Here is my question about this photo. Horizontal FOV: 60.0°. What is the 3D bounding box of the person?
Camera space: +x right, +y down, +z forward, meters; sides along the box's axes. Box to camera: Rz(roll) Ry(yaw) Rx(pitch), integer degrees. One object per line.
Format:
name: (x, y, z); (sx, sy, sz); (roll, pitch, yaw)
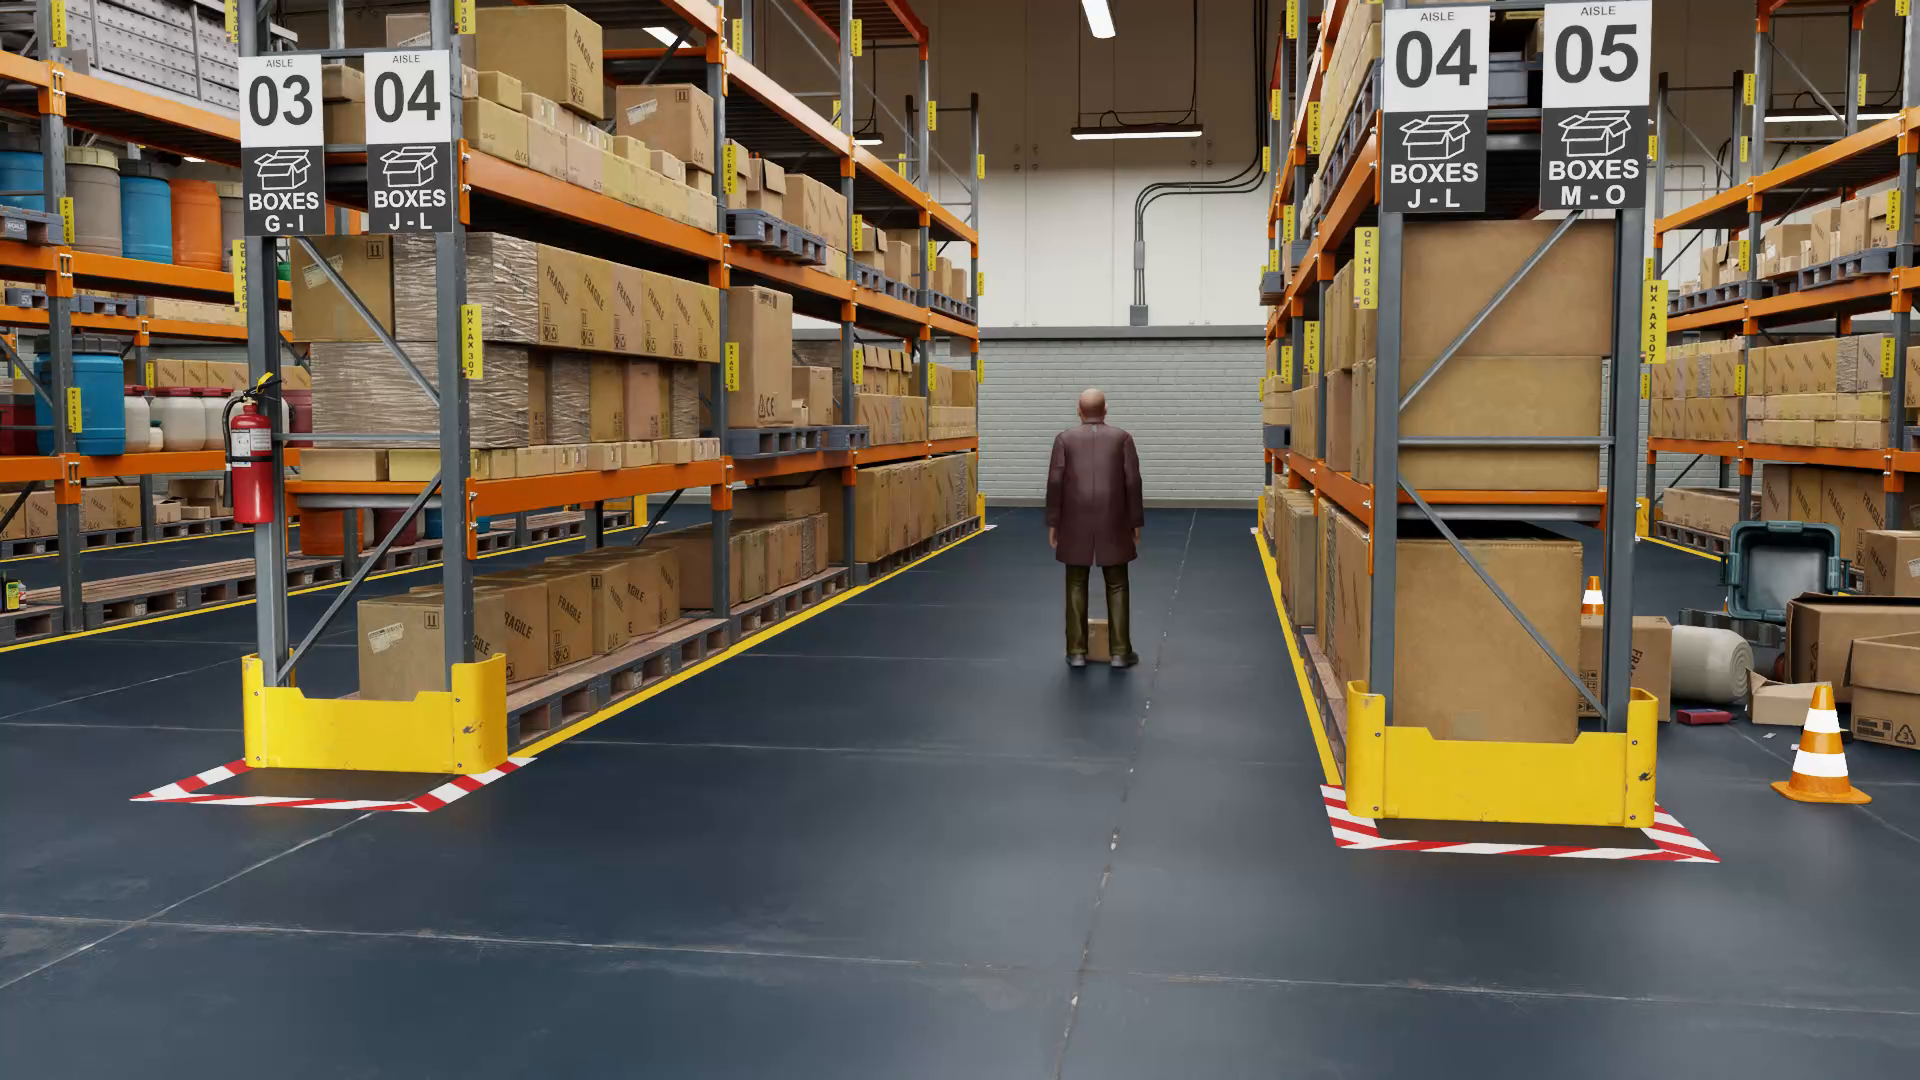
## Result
person: (0.862, -0.081, 10.657); (0.637, 1.772, 0.428); (0, 4, 6)
